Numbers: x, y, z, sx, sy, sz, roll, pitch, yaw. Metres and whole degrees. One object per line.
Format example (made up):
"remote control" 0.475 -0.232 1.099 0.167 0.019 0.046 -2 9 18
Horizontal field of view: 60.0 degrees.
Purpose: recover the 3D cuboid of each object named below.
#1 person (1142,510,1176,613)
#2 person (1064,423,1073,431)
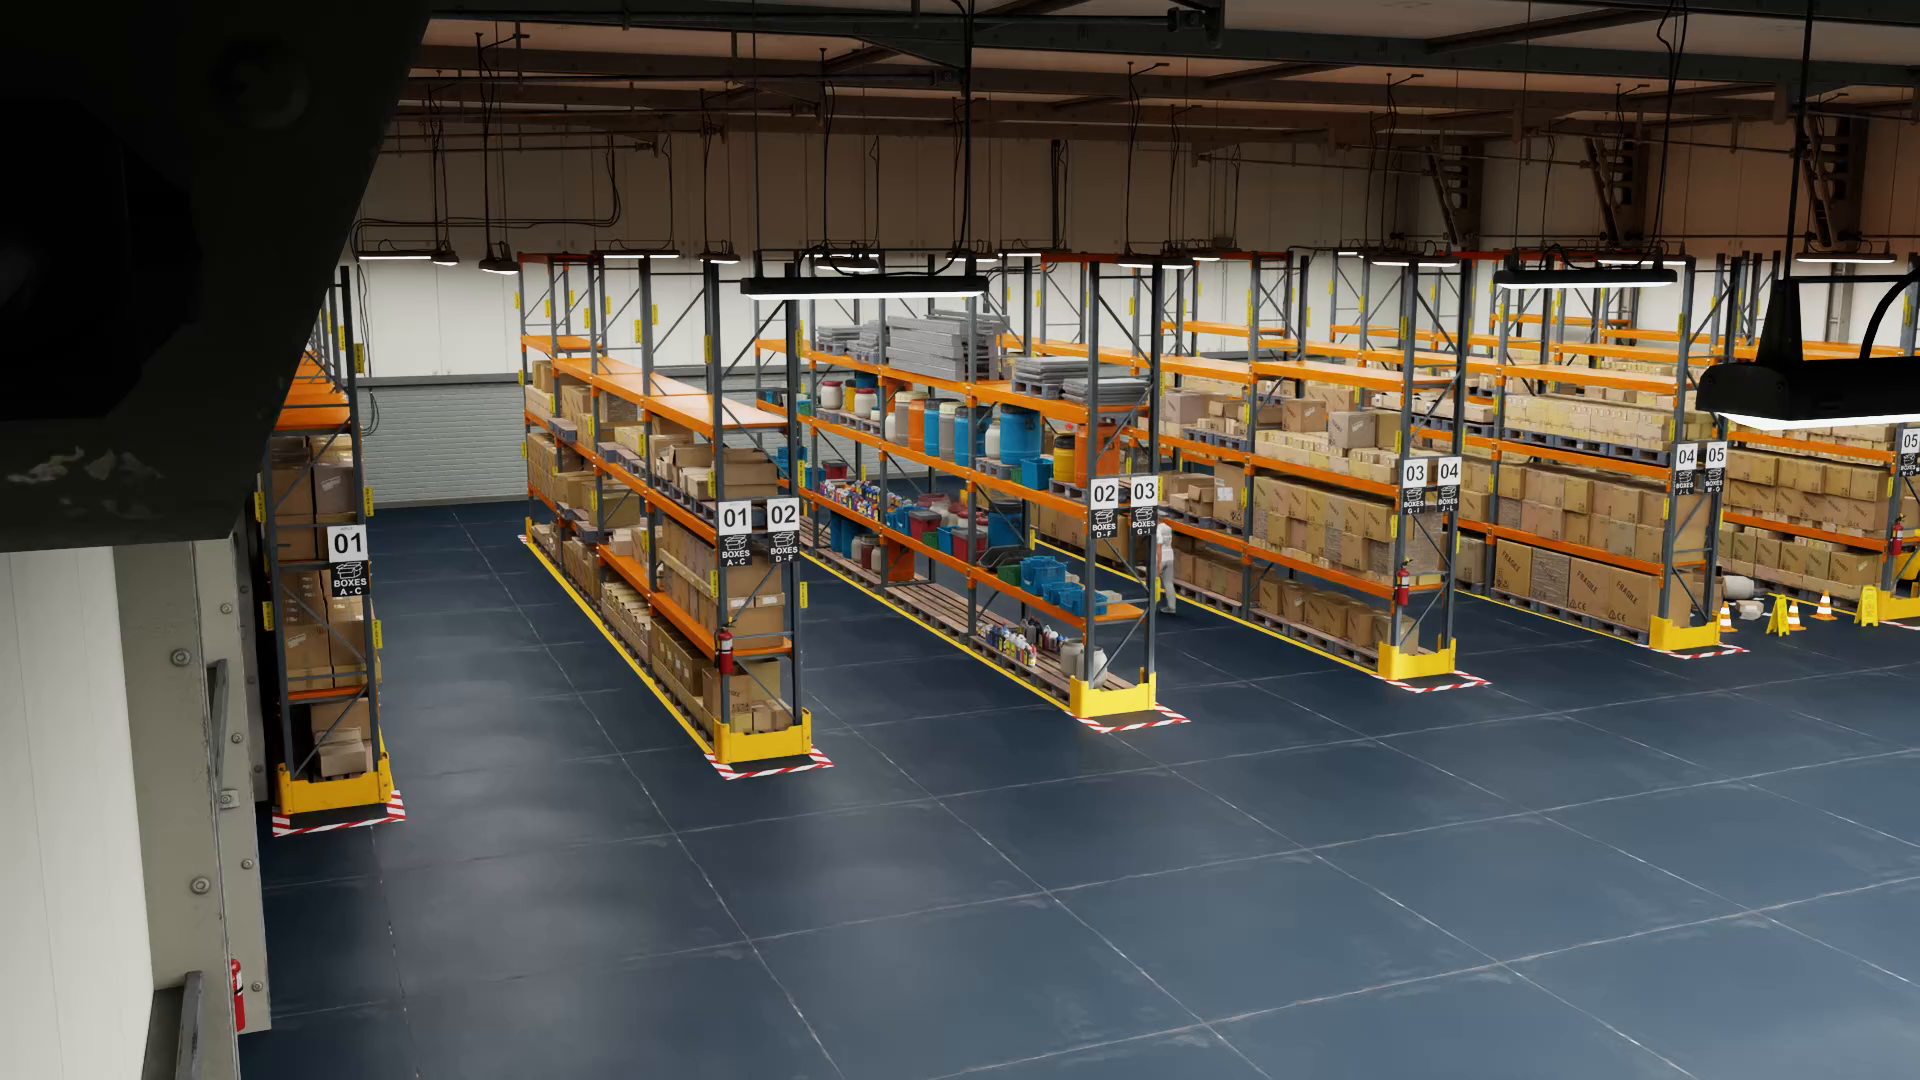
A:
"person" 3.426 0.387 28.199 0.538 1.798 0.688 -7 13 -35
"person" 2.762 -2.052 41.364 0.929 1.756 0.534 -9 14 -42
